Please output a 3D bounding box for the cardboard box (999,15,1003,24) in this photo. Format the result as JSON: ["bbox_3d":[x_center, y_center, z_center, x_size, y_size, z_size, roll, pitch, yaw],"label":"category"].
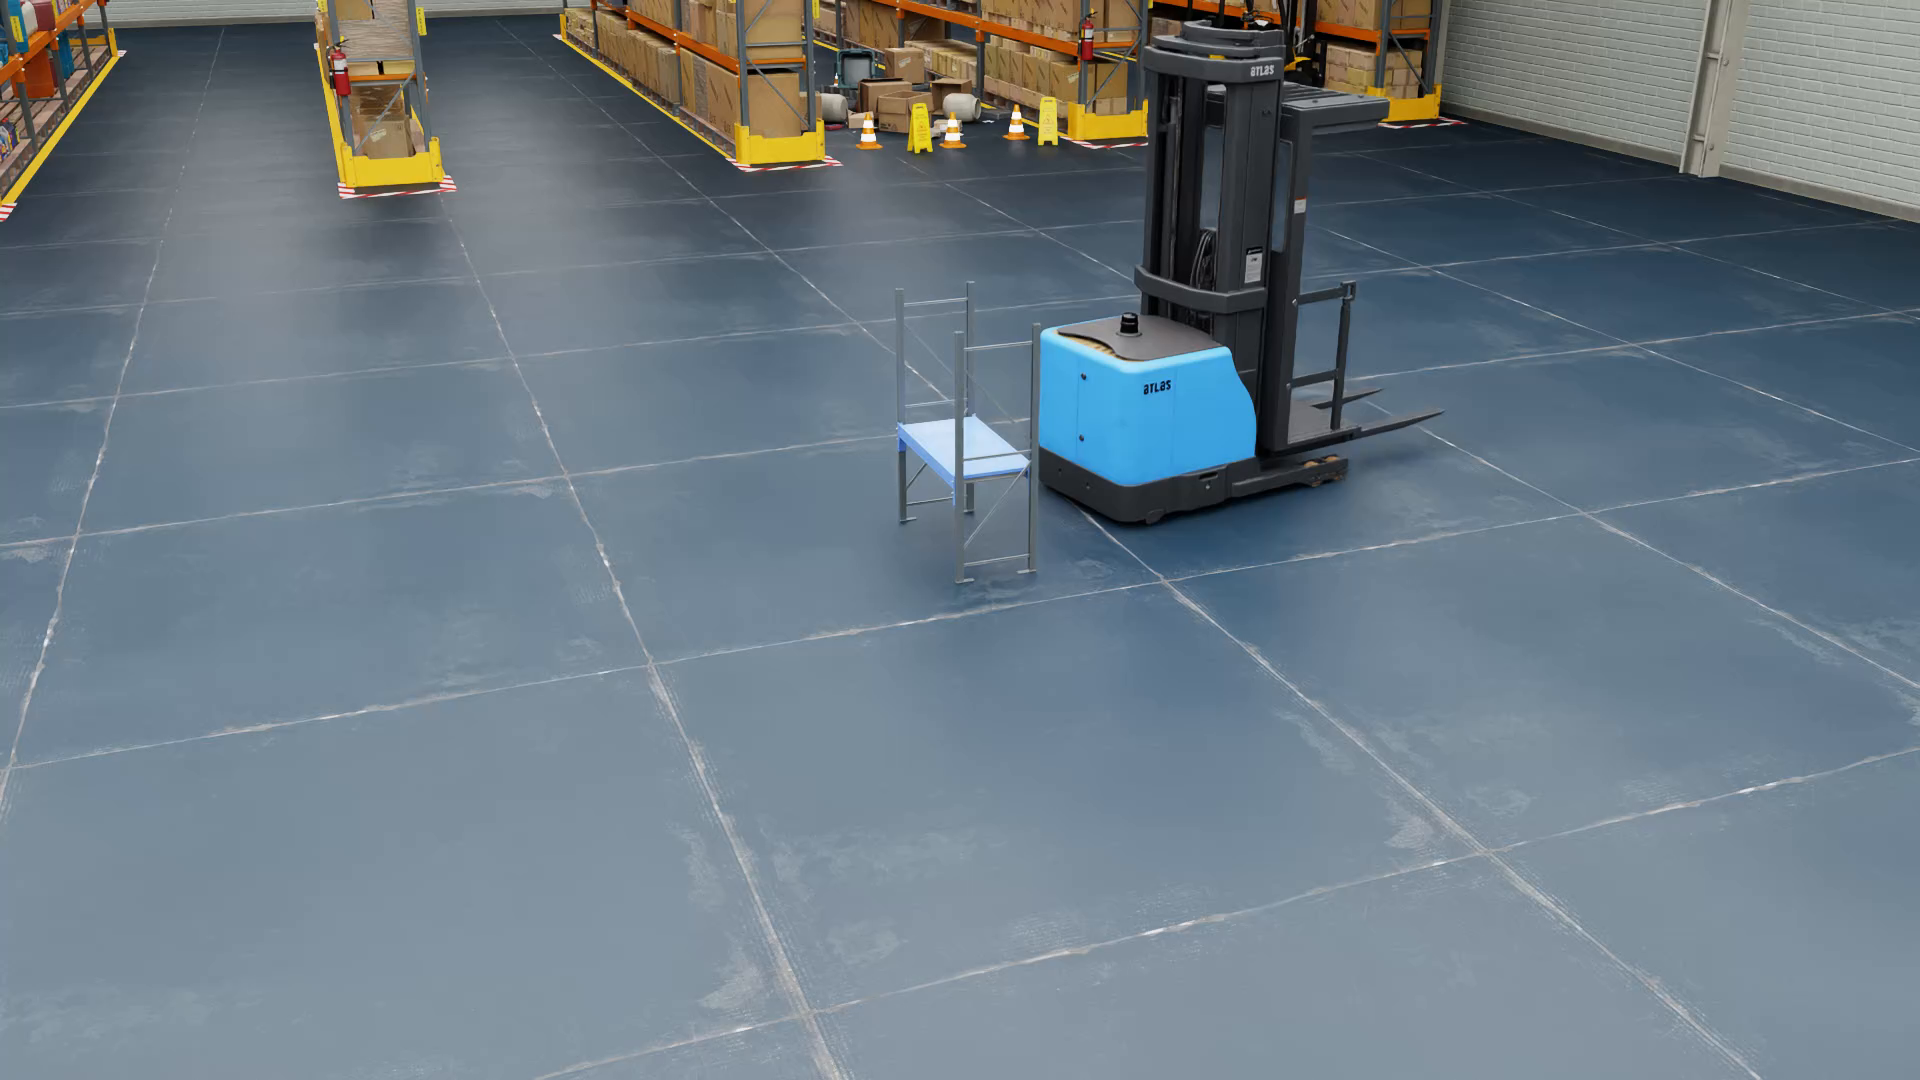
[{"bbox_3d":[0.834,-8.225,26.227,0.380,0.149,0.250,-8,24,-19],"label":"cardboard box"}]

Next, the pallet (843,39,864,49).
[{"bbox_3d":[-1.720,-10.028,33.772,1.003,0.211,1.213,-8,24,-19],"label":"pallet"}]

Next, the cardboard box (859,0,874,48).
[{"bbox_3d":[-1.443,-10.256,32.917,0.875,0.875,0.875,-8,24,-17],"label":"cardboard box"}]

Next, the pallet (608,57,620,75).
[{"bbox_3d":[-5.947,-8.856,30.990,1.003,0.211,1.213,-8,24,-19],"label":"pallet"}]

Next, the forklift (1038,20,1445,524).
[{"bbox_3d":[2.010,-1.864,10.899,3.031,2.935,1.130,-14,26,-29],"label":"forklift"}]

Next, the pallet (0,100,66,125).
[{"bbox_3d":[-14.318,-6.519,25.445,1.003,0.211,1.213,-8,24,-19],"label":"pallet"}]

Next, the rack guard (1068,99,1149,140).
[{"bbox_3d":[2.149,-6.099,24.077,1.175,0.500,0.348,-8,24,-19],"label":"rack guard"}]

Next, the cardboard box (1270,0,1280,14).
[{"bbox_3d":[5.517,-9.021,27.662,0.500,0.500,0.500,-8,24,-18],"label":"cardboard box"}]

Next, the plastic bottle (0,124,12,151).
[{"bbox_3d":[-12.463,-5.238,21.659,0.144,0.351,0.185,-8,24,-19],"label":"plastic bottle"}]

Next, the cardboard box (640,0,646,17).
[{"bbox_3d":[-4.979,-8.892,27.357,0.500,0.500,0.500,-8,24,-19],"label":"cardboard box"}]

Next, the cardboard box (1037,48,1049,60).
[{"bbox_3d":[1.371,-7.265,24.825,0.380,0.149,0.250,-8,24,-18],"label":"cardboard box"}]

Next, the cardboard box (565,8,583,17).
[{"bbox_3d":[-8.204,-11.238,35.415,0.380,0.149,0.250,-10,25,-21],"label":"cardboard box"}]

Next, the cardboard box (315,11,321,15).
[{"bbox_3d":[-11.090,-9.208,30.430,1.225,0.875,0.875,-8,24,-19],"label":"cardboard box"}]

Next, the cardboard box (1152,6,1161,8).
[{"bbox_3d":[3.859,-10.676,33.561,0.380,0.149,0.250,-10,25,-21],"label":"cardboard box"}]

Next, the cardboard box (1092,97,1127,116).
[{"bbox_3d":[2.150,-6.481,24.764,0.500,0.250,0.500,-9,24,-19],"label":"cardboard box"}]

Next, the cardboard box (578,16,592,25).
[{"bbox_3d":[-7.557,-10.579,33.851,0.380,0.149,0.250,-9,25,-21],"label":"cardboard box"}]

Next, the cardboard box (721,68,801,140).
[{"bbox_3d":[-2.721,-5.959,22.721,0.875,0.875,0.875,-8,24,-19],"label":"cardboard box"}]

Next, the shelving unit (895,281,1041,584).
[{"bbox_3d":[0.030,-0.660,9.885,0.538,1.500,1.048,-8,24,-19],"label":"shelving unit"}]

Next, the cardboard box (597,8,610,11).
[{"bbox_3d":[-7.612,-11.218,35.368,0.380,0.149,0.250,-8,24,-18],"label":"cardboard box"}]

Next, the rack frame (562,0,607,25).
[{"bbox_3d":[-8.072,-12.321,35.620,1.000,3.000,0.127,-8,24,-19],"label":"rack frame"}]

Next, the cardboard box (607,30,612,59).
[{"bbox_3d":[-6.259,-9.224,30.950,0.500,0.500,0.500,-8,24,-18],"label":"cardboard box"}]

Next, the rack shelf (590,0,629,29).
[{"bbox_3d":[-5.952,-9.809,30.588,1.077,0.370,4.000,-8,24,-19],"label":"rack shelf"}]

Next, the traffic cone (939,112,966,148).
[{"bbox_3d":[-0.101,-5.758,23.315,0.336,0.463,0.334,-8,24,-19],"label":"traffic cone"}]

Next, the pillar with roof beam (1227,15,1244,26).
[{"bbox_3d":[1.268,-12.636,28.644,9.100,9.000,0.400,-8,24,-19],"label":"pillar with roof beam"}]

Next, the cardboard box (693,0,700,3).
[{"bbox_3d":[-3.369,-7.990,23.761,0.875,0.550,0.550,-8,24,-19],"label":"cardboard box"}]

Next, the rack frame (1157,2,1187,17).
[{"bbox_3d":[3.992,-10.812,32.041,1.000,3.000,0.127,-8,24,-19],"label":"rack frame"}]

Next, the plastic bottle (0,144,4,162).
[{"bbox_3d":[-12.141,-4.921,20.995,0.061,0.283,0.133,-8,24,-18],"label":"plastic bottle"}]

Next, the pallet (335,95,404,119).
[{"bbox_3d":[-9.219,-6.759,26.014,1.003,0.211,1.213,-8,24,-19],"label":"pallet"}]

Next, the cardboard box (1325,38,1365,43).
[{"bbox_3d":[6.304,-8.045,27.187,0.500,0.250,0.500,-9,24,-20],"label":"cardboard box"}]

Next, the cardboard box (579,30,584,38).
[{"bbox_3d":[-7.627,-10.406,34.207,0.380,0.149,0.250,-8,24,-19],"label":"cardboard box"}]

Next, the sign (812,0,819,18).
[{"bbox_3d":[-1.898,-7.017,21.819,0.100,0.325,0.005,-8,24,-19],"label":"sign"}]

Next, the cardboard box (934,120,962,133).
[{"bbox_3d":[-0.177,-6.108,24.551,0.380,0.149,0.250,4,23,9],"label":"cardboard box"}]

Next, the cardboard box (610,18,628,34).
[{"bbox_3d":[-6.086,-9.383,30.361,0.500,0.250,0.500,-8,24,-18],"label":"cardboard box"}]

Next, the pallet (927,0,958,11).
[{"bbox_3d":[0.087,-9.328,28.766,1.003,0.211,1.213,-8,24,-19],"label":"pallet"}]

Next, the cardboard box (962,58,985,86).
[{"bbox_3d":[0.575,-7.849,27.854,0.950,0.372,0.625,-8,24,-18],"label":"cardboard box"}]

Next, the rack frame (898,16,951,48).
[{"bbox_3d":[-0.650,-10.130,30.422,1.000,3.000,0.127,-8,24,-19],"label":"rack frame"}]

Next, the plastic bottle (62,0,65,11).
[{"bbox_3d":[-15.219,-9.072,28.072,0.152,0.276,0.135,-8,24,-19],"label":"plastic bottle"}]

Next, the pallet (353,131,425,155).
[{"bbox_3d":[-7.803,-5.349,22.669,1.003,0.211,1.213,-8,24,-19],"label":"pallet"}]

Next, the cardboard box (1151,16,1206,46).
[{"bbox_3d":[4.200,-9.683,31.879,0.875,0.625,0.625,-8,24,-17],"label":"cardboard box"}]

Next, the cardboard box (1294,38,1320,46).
[{"bbox_3d":[5.640,-8.161,27.463,0.500,0.250,0.500,-7,24,-17],"label":"cardboard box"}]

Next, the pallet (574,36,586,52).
[{"bbox_3d":[-7.364,-10.266,34.335,1.003,0.211,1.213,-8,24,-19],"label":"pallet"}]

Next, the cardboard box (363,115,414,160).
[{"bbox_3d":[-7.300,-5.134,21.247,0.500,0.500,0.500,-4,23,-9],"label":"cardboard box"}]

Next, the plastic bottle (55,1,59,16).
[{"bbox_3d":[-14.895,-8.739,27.282,0.152,0.276,0.135,-8,24,-19],"label":"plastic bottle"}]

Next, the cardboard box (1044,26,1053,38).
[{"bbox_3d":[1.461,-7.476,24.450,0.380,0.149,0.250,-8,24,-18],"label":"cardboard box"}]

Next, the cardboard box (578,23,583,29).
[{"bbox_3d":[-7.742,-10.737,34.609,0.380,0.149,0.250,-10,25,-22],"label":"cardboard box"}]

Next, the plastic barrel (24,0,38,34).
[{"bbox_3d":[-13.992,-7.798,24.745,0.421,0.512,0.421,0,23,0],"label":"plastic barrel"}]

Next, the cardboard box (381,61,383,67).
[{"bbox_3d":[-7.225,-6.158,21.323,0.380,0.149,0.250,-8,24,-19],"label":"cardboard box"}]

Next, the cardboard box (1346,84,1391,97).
[{"bbox_3d":[6.357,-6.959,25.899,0.500,0.250,0.500,-8,24,-19],"label":"cardboard box"}]

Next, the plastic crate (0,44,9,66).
[{"bbox_3d":[-12.497,-6.204,21.299,0.499,0.251,0.616,-8,24,-19],"label":"plastic crate"}]

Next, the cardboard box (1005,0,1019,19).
[{"bbox_3d":[1.022,-8.298,25.564,0.500,0.500,0.500,-9,24,-19],"label":"cardboard box"}]

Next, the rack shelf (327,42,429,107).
[{"bbox_3d":[-7.802,-6.259,22.164,1.077,0.370,4.000,-8,24,-19],"label":"rack shelf"}]

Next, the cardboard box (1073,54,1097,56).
[{"bbox_3d":[1.782,-7.208,25.523,0.500,0.500,0.500,-8,24,-18],"label":"cardboard box"}]

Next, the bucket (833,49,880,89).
[{"bbox_3d":[-1.627,-7.420,26.249,0.726,0.611,0.620,0,13,-1],"label":"bucket"}]
